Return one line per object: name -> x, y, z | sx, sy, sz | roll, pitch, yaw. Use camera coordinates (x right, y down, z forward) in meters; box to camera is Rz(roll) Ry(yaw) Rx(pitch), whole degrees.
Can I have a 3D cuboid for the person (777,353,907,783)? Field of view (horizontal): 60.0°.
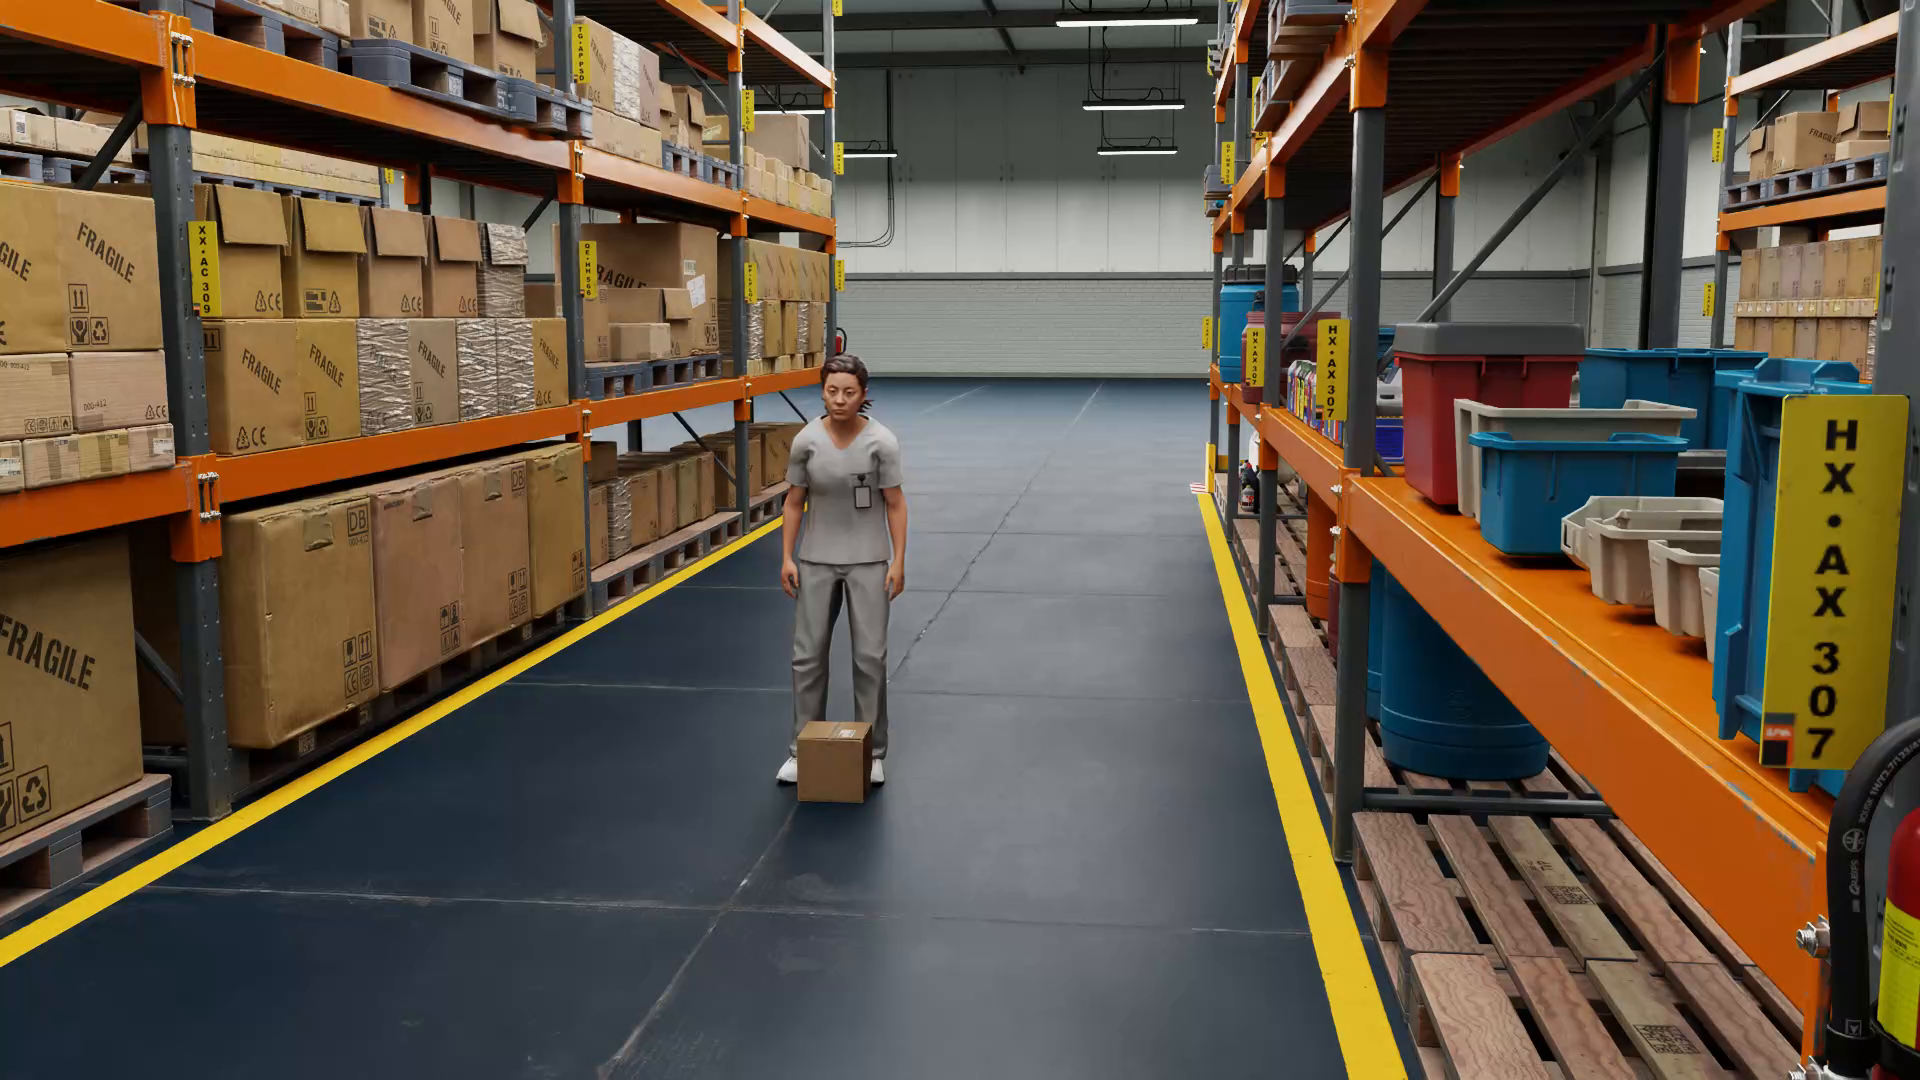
person -> -0.456, 0.108, 6.500 | 0.500, 1.672, 0.350 | 1, 8, 5
